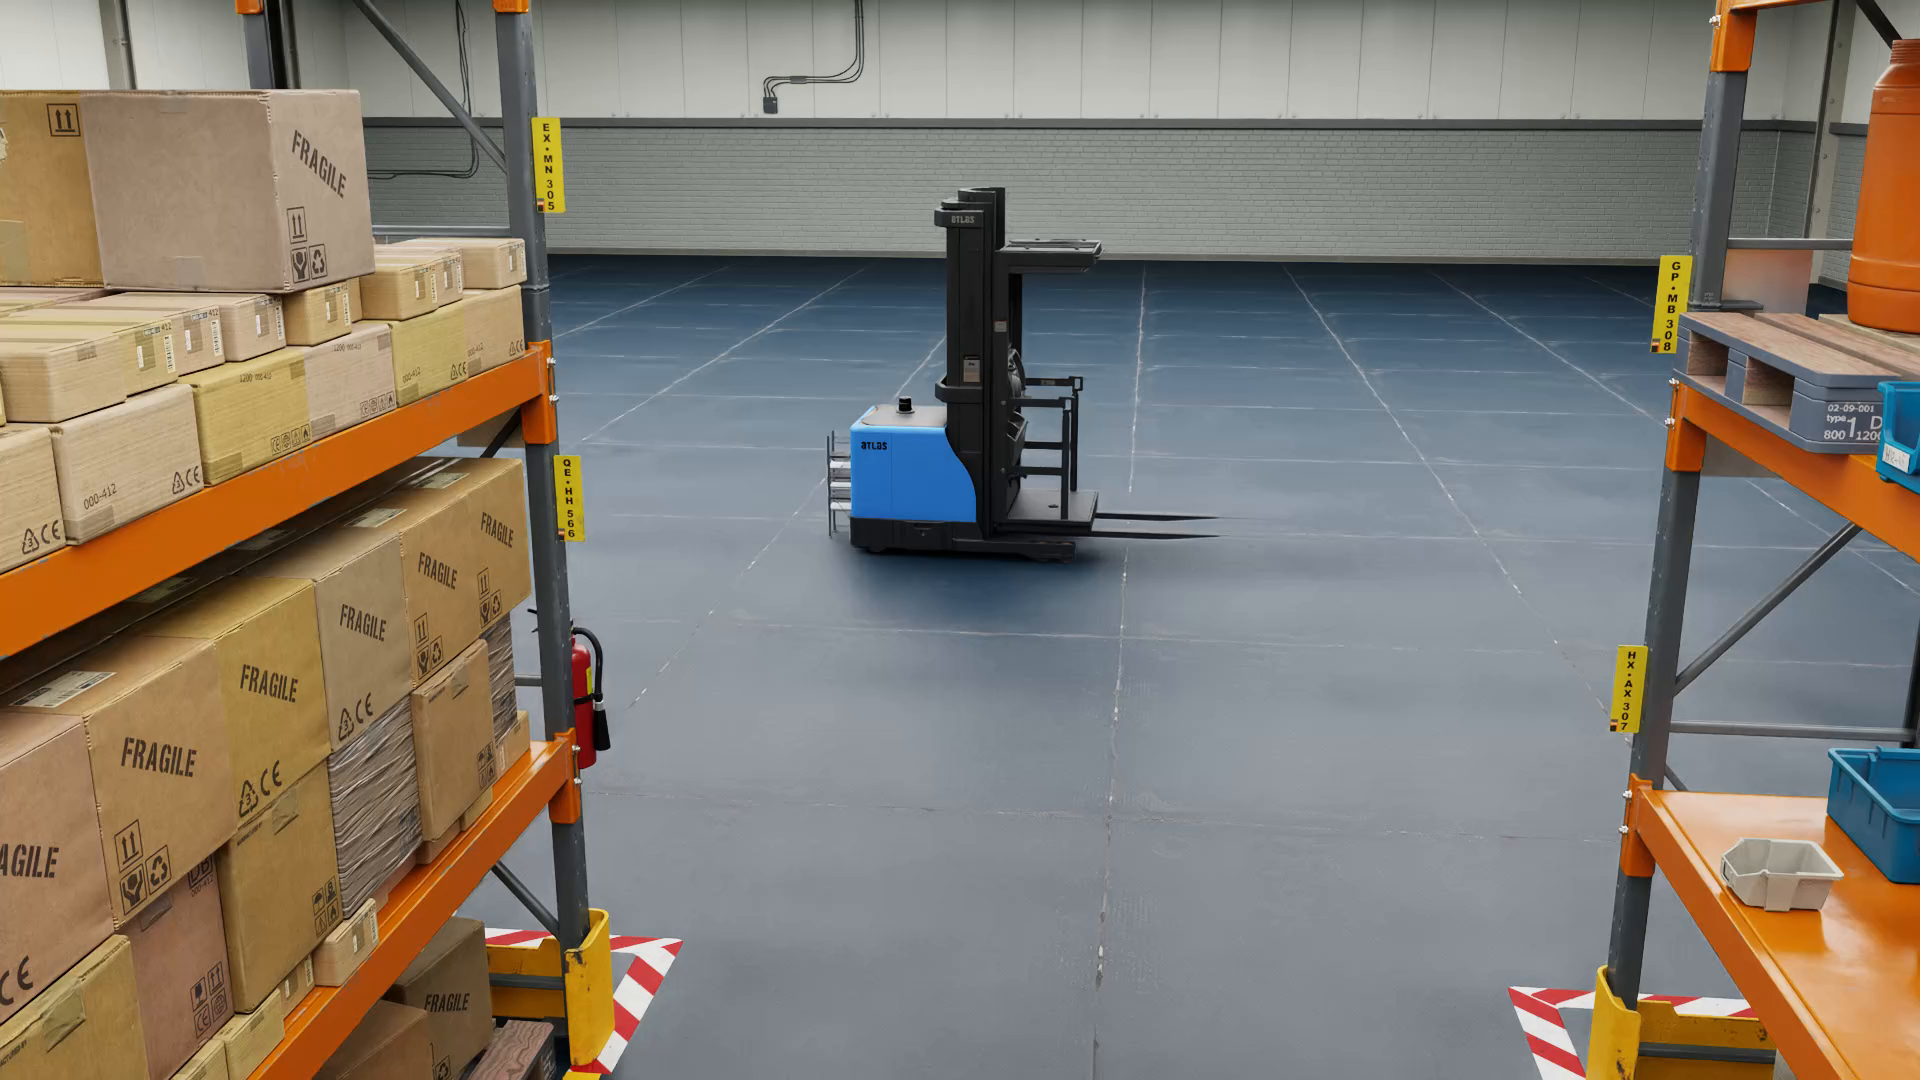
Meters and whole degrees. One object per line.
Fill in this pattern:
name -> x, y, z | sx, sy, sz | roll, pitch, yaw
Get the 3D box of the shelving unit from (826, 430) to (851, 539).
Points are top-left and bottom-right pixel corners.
shelving unit -> -0.987, -0.469, 14.172 | 0.258, 0.900, 0.210 | 2, 15, 7

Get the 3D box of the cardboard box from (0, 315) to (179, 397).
cardboard box -> -1.994, -0.408, 3.703 | 0.380, 0.149, 0.250 | 1, 15, 5

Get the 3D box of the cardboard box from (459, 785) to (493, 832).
cardboard box -> -1.828, 0.869, 5.682 | 0.380, 0.149, 0.250 | 2, 15, 6

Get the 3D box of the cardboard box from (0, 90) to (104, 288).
cardboard box -> -2.431, -0.967, 4.527 | 0.500, 0.500, 0.500 | 2, 15, 6

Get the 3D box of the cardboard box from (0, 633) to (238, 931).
cardboard box -> -2.031, 0.531, 3.775 | 0.500, 0.500, 0.500 | 2, 15, 6

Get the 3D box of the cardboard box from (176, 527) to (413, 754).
cardboard box -> -1.922, 0.272, 4.734 | 0.500, 0.500, 0.500 | 2, 15, 6

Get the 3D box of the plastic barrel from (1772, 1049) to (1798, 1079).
plastic barrel -> 2.928, 1.854, 5.522 | 0.421, 0.512, 0.421 | 0, 15, 0

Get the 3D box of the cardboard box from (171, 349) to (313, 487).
cardboard box -> -1.969, -0.314, 4.116 | 0.500, 0.250, 0.500 | 1, 15, 5

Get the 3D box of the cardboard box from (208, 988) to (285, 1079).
cardboard box -> -1.968, 1.259, 4.240 | 0.380, 0.149, 0.250 | 2, 15, 6

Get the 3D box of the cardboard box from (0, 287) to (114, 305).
cardboard box -> -2.419, -0.564, 4.280 | 0.380, 0.149, 0.250 | 2, 15, 6

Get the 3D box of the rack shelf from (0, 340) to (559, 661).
rack shelf -> -2.221, -0.045, 4.215 | 1.077, 0.370, 4.000 | 2, 15, 6

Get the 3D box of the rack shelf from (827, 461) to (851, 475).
rack shelf -> -0.987, -0.610, 14.134 | 0.258, 0.077, 0.200 | 2, 15, 7

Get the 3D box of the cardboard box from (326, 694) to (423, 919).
cardboard box -> -2.121, 0.748, 4.887 | 0.875, 0.500, 0.500 | 2, 15, 6

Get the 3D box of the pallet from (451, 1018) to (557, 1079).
pallet -> -2.131, 2.112, 5.946 | 1.003, 0.211, 1.213 | 2, 15, 6

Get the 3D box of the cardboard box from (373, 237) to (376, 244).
cardboard box -> -2.256, -0.967, 5.768 | 0.380, 0.149, 0.250 | 2, 15, 6

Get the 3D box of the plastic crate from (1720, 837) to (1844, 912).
plastic crate -> 2.505, 1.032, 5.102 | 0.298, 0.136, 0.250 | 2, 15, 6

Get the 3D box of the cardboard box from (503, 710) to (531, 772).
cardboard box -> -1.822, 0.738, 6.168 | 0.380, 0.149, 0.250 | 2, 15, 6

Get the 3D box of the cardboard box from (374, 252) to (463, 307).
cardboard box -> -1.784, -0.812, 5.195 | 0.380, 0.149, 0.250 | 1, 15, 4

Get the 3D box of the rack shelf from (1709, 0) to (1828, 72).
rack shelf -> 2.700, -1.154, 3.336 | 1.077, 0.370, 4.000 | 2, 15, 6

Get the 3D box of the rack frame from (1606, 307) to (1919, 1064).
rack frame -> 2.926, 0.683, 5.891 | 1.000, 3.000, 0.127 | 2, 15, 6

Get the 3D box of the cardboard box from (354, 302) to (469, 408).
cardboard box -> -1.851, -0.577, 5.089 | 0.500, 0.250, 0.500 | 2, 15, 7

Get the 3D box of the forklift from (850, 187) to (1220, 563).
forklift -> 0.649, -1.377, 13.638 | 3.031, 2.935, 1.130 | 2, 15, 8

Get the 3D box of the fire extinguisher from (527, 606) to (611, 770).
fire extinguisher -> -1.525, 0.558, 6.500 | 0.296, 0.674, 0.183 | 2, 15, 6

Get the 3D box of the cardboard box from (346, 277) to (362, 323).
cardboard box -> -1.941, -0.686, 4.728 | 0.380, 0.149, 0.250 | 2, 15, 7

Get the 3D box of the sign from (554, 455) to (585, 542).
sign -> -1.446, -0.153, 6.159 | 0.100, 0.325, 0.005 | 2, 15, 6

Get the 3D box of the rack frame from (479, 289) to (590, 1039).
rack frame -> -1.995, 0.537, 6.431 | 1.000, 3.000, 0.127 | 2, 15, 6

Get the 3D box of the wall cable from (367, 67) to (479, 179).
wall cable -> -12.717, -9.649, 38.556 | 3.097, 2.526, 0.112 | 2, 15, 6

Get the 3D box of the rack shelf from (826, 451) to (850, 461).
rack shelf -> -0.987, -0.697, 14.110 | 0.258, 0.077, 0.200 | 2, 15, 7

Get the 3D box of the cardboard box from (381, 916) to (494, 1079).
cardboard box -> -2.082, 1.702, 6.105 | 0.500, 0.500, 0.500 | 5, 16, 17

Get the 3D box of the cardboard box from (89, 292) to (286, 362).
cardboard box -> -1.948, -0.543, 4.201 | 0.380, 0.149, 0.250 | 1, 15, 3

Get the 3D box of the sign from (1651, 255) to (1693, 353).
sign -> 2.380, -0.787, 5.563 | 0.100, 0.325, 0.005 | 2, 15, 6

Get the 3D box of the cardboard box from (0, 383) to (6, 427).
cardboard box -> -2.105, -0.275, 3.209 | 0.380, 0.149, 0.250 | 2, 15, 8

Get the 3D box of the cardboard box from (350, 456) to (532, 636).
cardboard box -> -1.812, 0.012, 5.694 | 0.500, 0.500, 0.500 | 2, 15, 6

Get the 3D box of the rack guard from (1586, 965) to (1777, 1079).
rack guard -> 2.964, 1.910, 6.139 | 1.175, 0.500, 0.348 | 2, 15, 6

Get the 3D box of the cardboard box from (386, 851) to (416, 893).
cardboard box -> -1.941, 0.997, 5.209 | 0.380, 0.149, 0.250 | 2, 15, 6

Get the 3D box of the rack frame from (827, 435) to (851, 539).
rack frame -> -0.999, -0.442, 14.074 | 0.240, 0.900, 0.006 | 2, 15, 7

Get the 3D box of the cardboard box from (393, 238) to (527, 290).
cardboard box -> -1.717, -0.950, 5.706 | 0.380, 0.149, 0.250 | 2, 15, 6

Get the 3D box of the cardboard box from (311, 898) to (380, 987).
cardboard box -> -1.887, 1.130, 4.717 | 0.380, 0.149, 0.250 | 2, 15, 6

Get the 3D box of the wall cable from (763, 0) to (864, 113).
wall cable -> -3.286, -12.506, 36.658 | 2.305, 6.003, 0.169 | 2, 15, 6

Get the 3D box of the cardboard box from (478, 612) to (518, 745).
cardboard box -> -2.085, 0.487, 5.854 | 0.875, 0.500, 0.500 | 2, 15, 6

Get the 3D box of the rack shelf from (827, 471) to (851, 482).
rack shelf -> -0.987, -0.524, 14.157 | 0.258, 0.077, 0.200 | 2, 15, 7

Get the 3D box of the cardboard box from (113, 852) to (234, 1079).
cardboard box -> -2.287, 1.006, 3.933 | 0.875, 0.500, 0.500 | 2, 15, 6

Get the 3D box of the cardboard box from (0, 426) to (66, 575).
cardboard box -> -2.087, -0.048, 3.134 | 0.500, 0.250, 0.500 | 2, 15, 6

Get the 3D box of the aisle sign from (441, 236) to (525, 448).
aisle sign -> -1.690, -0.725, 6.118 | 0.394, 0.787, 0.004 | 2, 15, 6

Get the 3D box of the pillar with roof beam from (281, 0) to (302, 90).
pillar with roof beam -> -10.086, -10.296, 35.001 | 9.100, 9.000, 0.400 | 2, 15, 6

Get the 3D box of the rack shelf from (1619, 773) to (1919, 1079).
rack shelf -> 2.700, 1.549, 4.067 | 1.077, 0.370, 4.000 | 2, 15, 6
